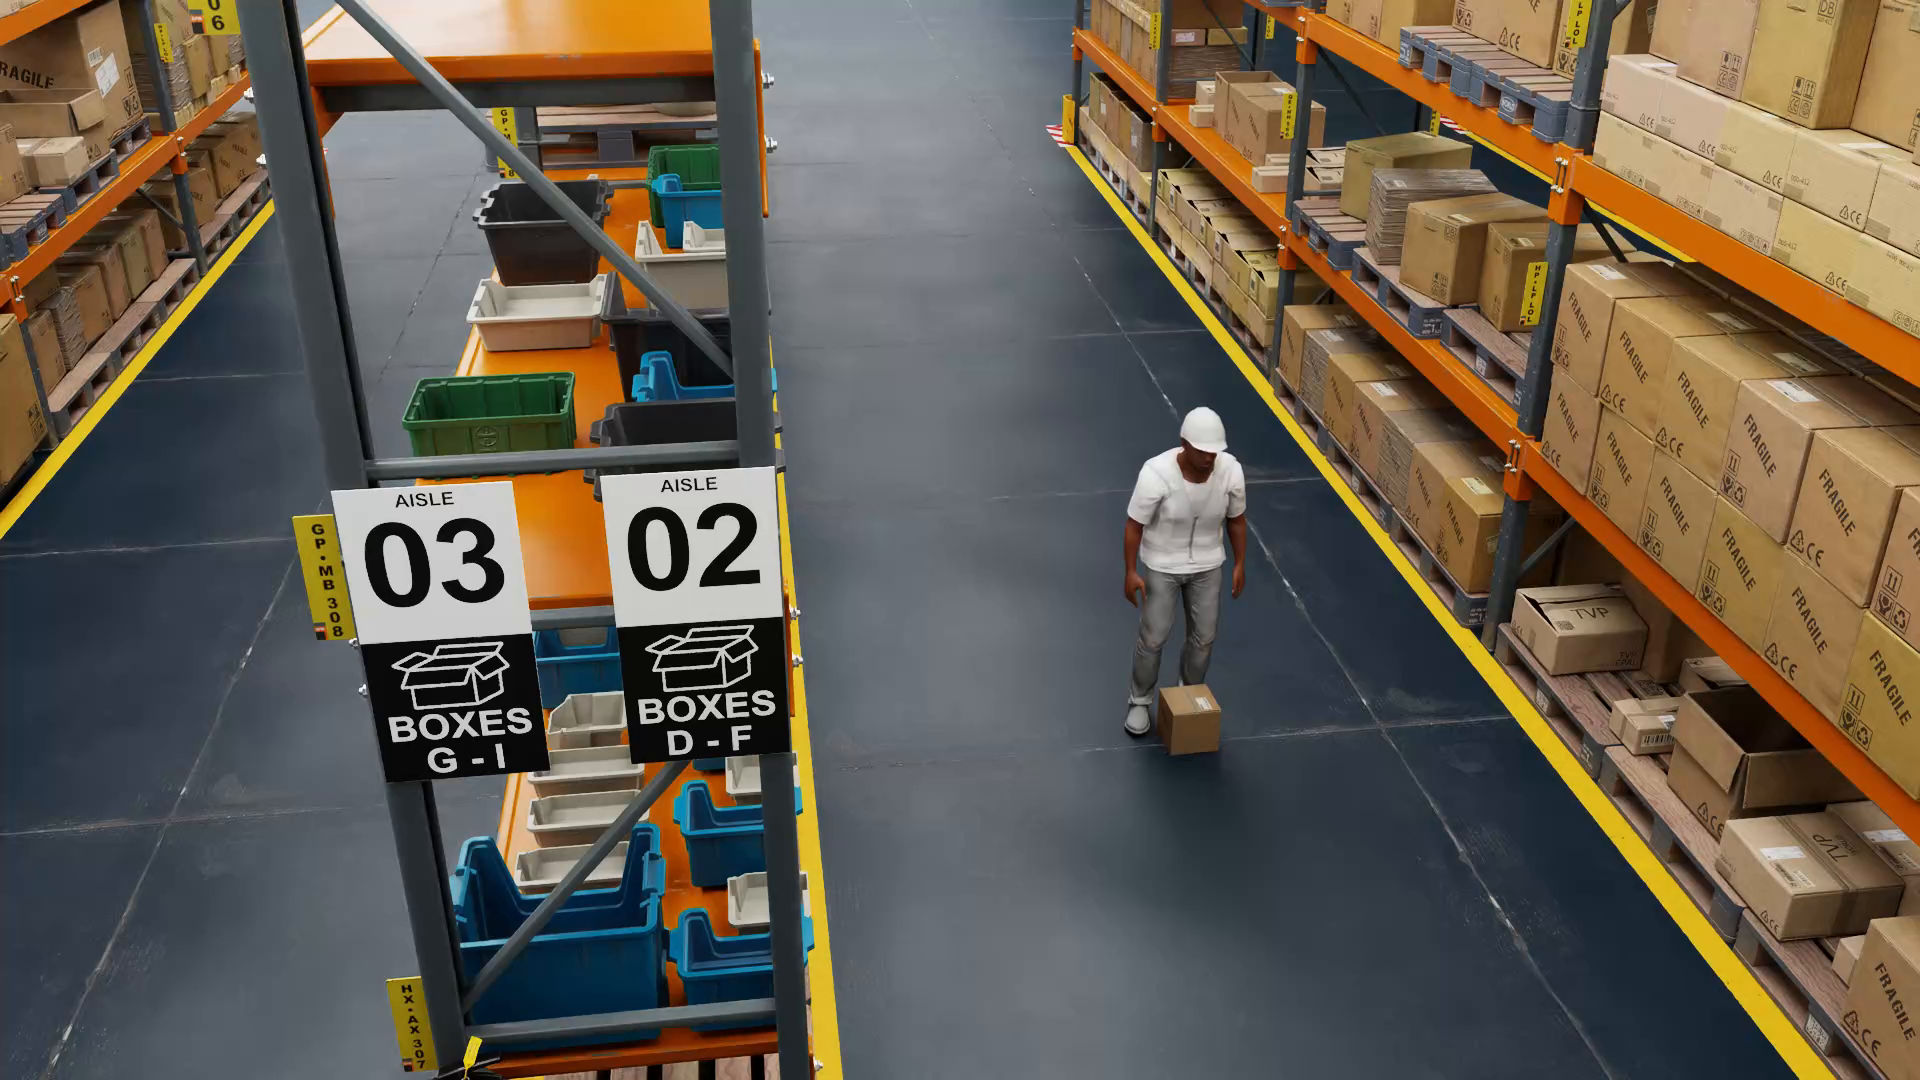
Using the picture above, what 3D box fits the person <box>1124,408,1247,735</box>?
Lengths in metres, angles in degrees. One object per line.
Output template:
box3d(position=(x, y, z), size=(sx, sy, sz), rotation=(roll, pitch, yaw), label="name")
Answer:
box3d(position=(1.125, 0.143, 8.316), size=(0.638, 1.761, 0.459), rotation=(-4, 27, -9), label="person")
